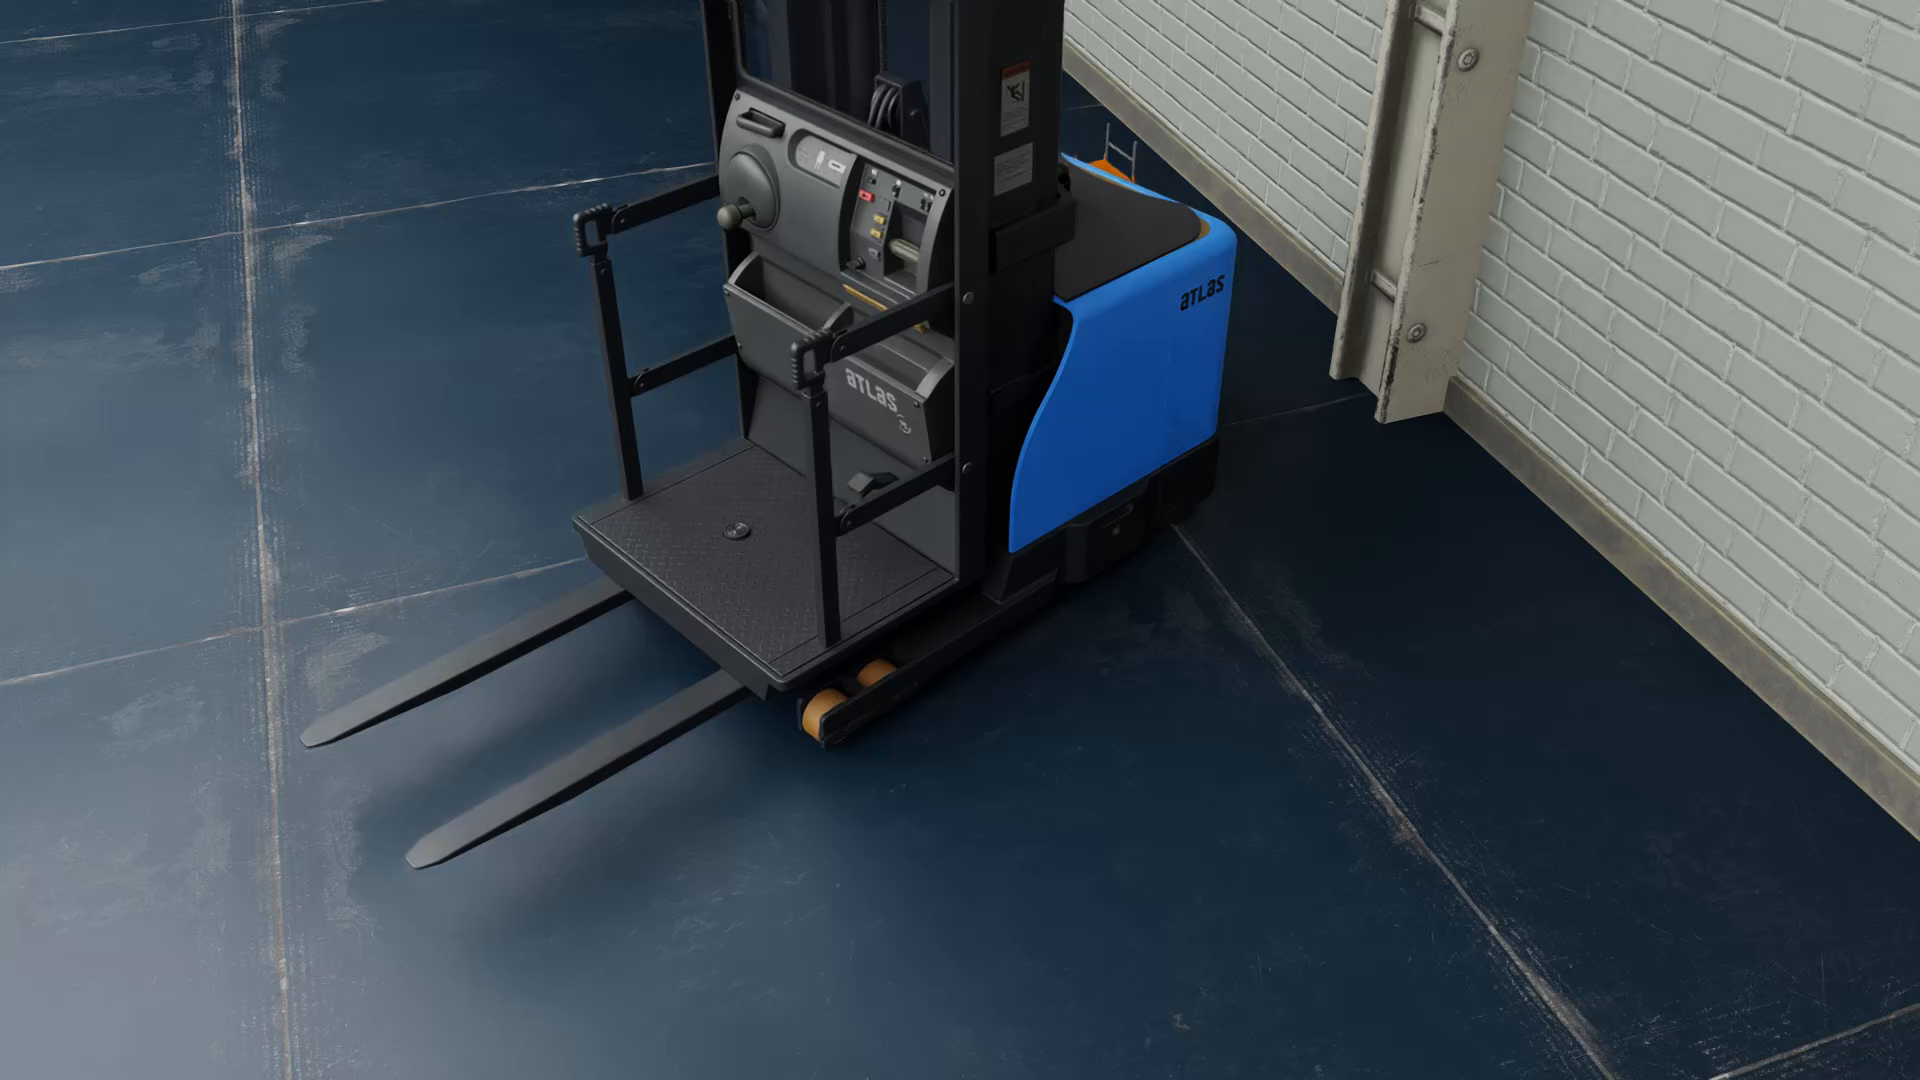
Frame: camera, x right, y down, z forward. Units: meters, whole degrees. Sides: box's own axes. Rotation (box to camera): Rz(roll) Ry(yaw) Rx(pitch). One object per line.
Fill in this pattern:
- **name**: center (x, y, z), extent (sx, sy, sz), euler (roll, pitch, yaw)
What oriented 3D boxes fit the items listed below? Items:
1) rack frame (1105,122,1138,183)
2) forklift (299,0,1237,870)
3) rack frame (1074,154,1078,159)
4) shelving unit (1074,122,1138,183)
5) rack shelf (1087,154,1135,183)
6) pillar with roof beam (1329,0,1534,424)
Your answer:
- **rack frame**: center (0.579, -1.035, 6.251), extent (0.008, 1.050, 0.200), euler (-17, 40, -21)
- **forklift**: center (-0.518, -0.917, 4.532), extent (3.031, 2.935, 1.130), euler (-29, 46, -33)
- **rack frame**: center (0.361, -0.968, 6.162), extent (0.008, 1.050, 0.200), euler (-17, 40, -21)
- **shelving unit**: center (0.470, -1.002, 6.207), extent (0.252, 1.050, 0.215), euler (-17, 40, -21)
- **rack shelf**: center (0.470, -1.220, 6.042), extent (0.240, 0.259, 0.215), euler (-17, 40, -21)
- **pillar with roof beam**: center (-2.360, -3.289, 2.637), extent (9.100, 9.000, 0.400), euler (-12, 39, -16)
